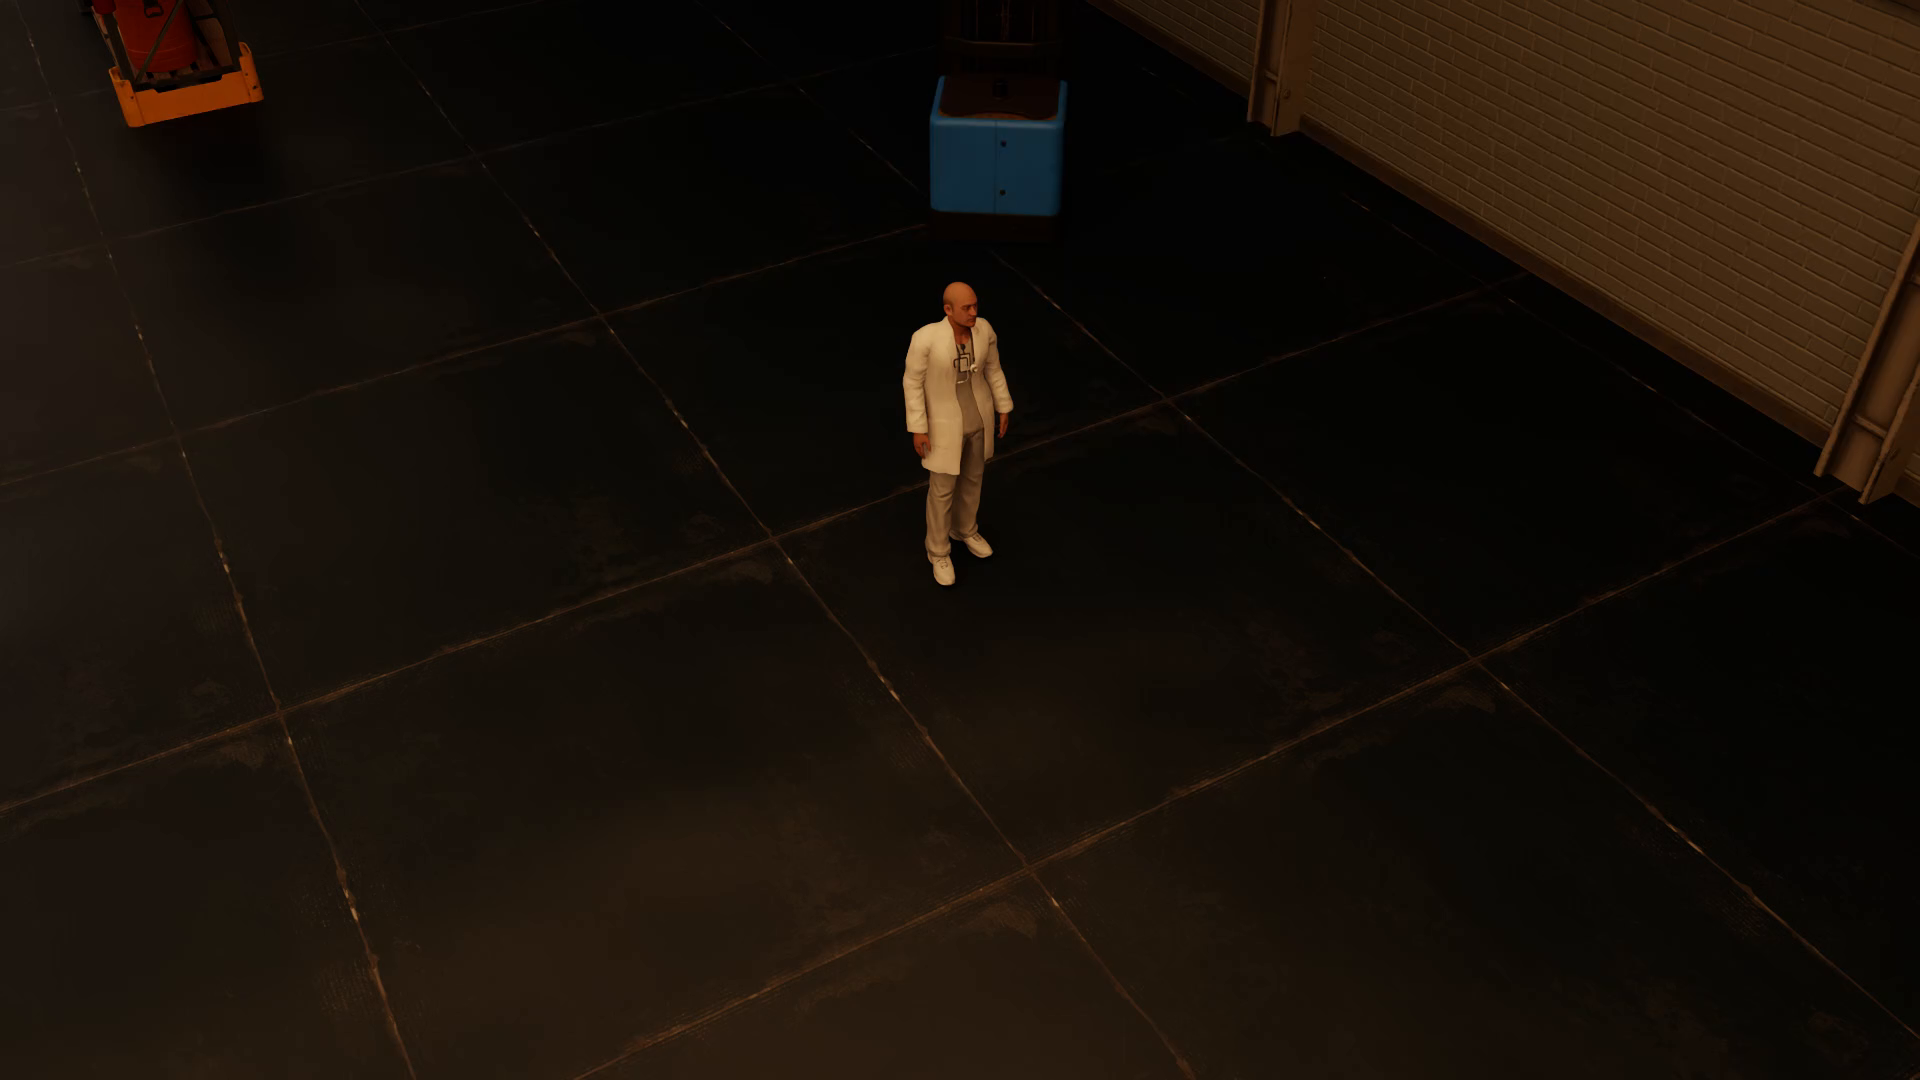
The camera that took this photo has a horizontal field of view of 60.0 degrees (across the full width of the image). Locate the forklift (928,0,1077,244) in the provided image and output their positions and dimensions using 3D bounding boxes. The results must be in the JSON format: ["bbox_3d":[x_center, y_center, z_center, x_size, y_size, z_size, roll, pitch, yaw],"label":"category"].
[{"bbox_3d":[0.400,-4.375,13.311,1.130,2.935,3.031,3,40,4],"label":"forklift"}]

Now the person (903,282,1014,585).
[{"bbox_3d":[0.041,-0.639,9.698,0.696,1.776,0.581,-20,44,-23],"label":"person"}]
